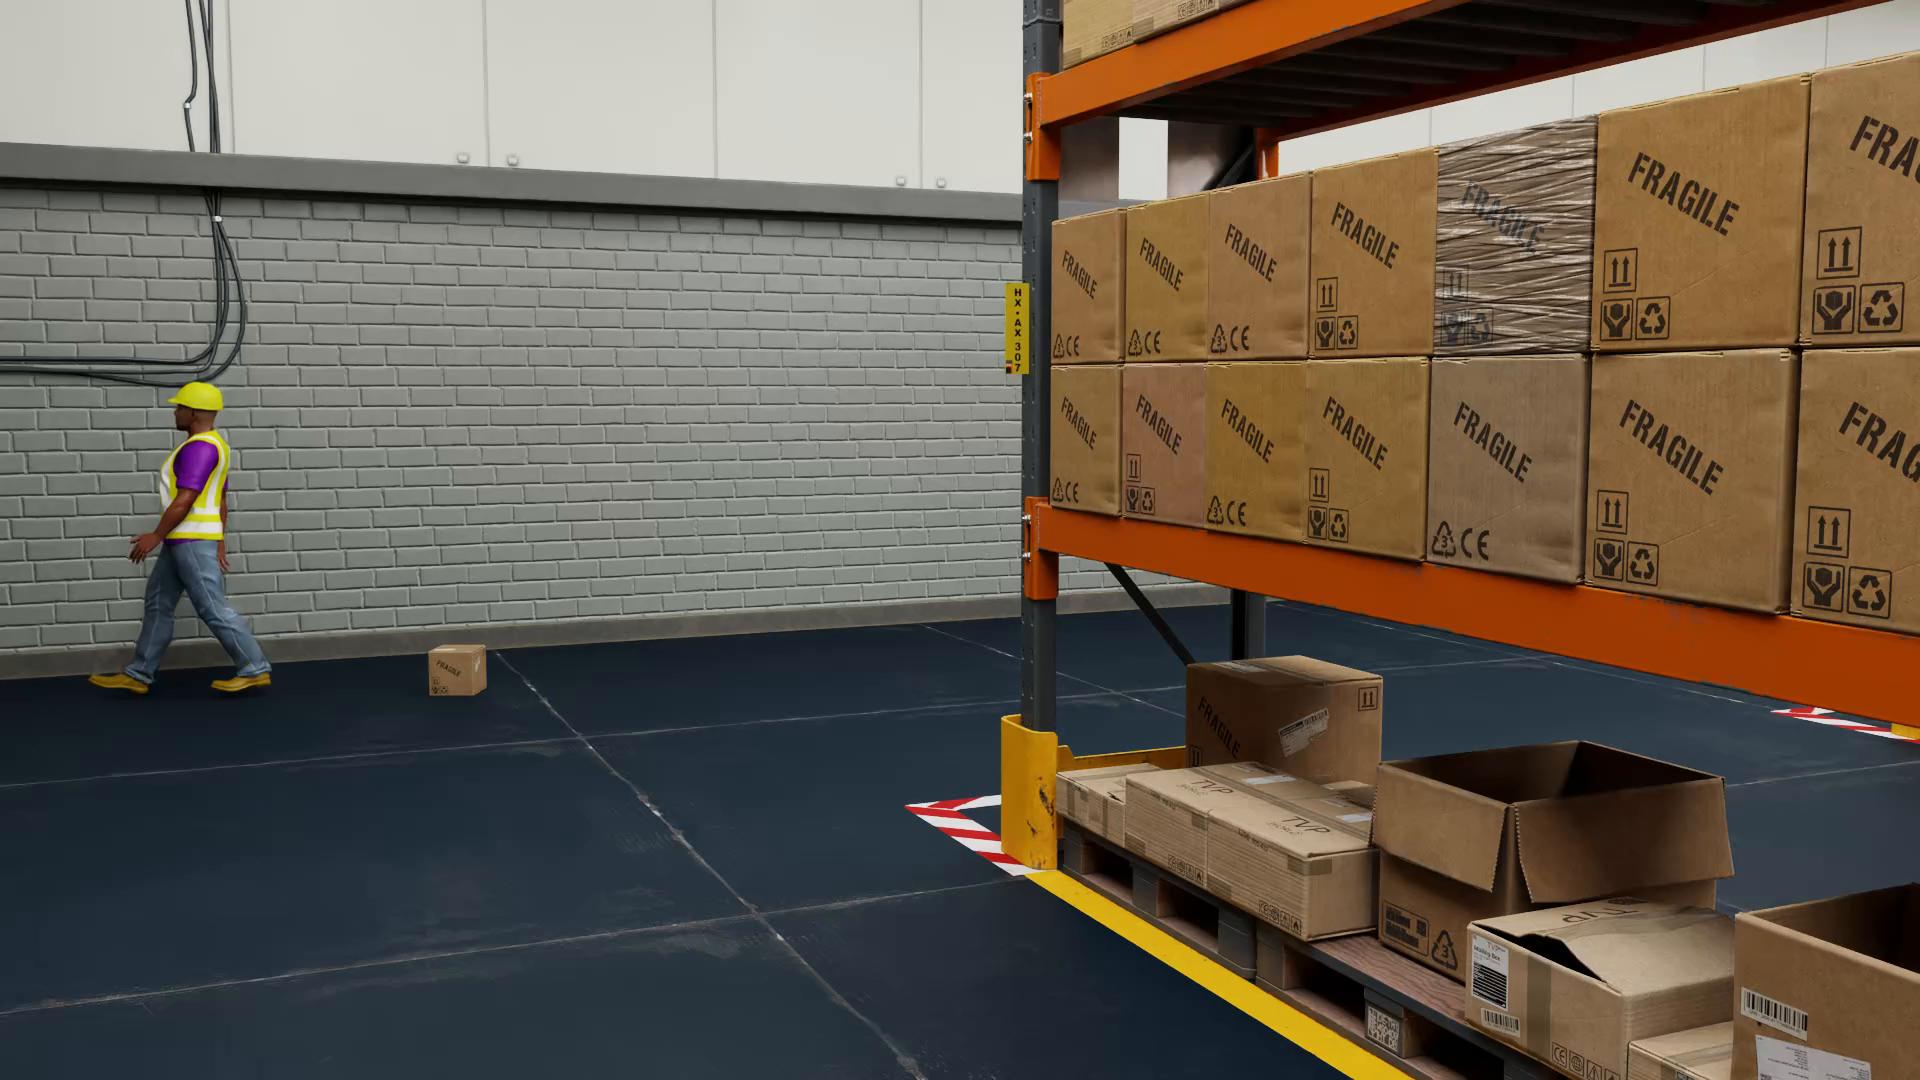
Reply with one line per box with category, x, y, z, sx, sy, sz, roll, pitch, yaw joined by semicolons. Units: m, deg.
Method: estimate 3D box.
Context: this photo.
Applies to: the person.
person;-4.322;-0.001;9.146;0.942;1.730;0.572;-2;6;-23
